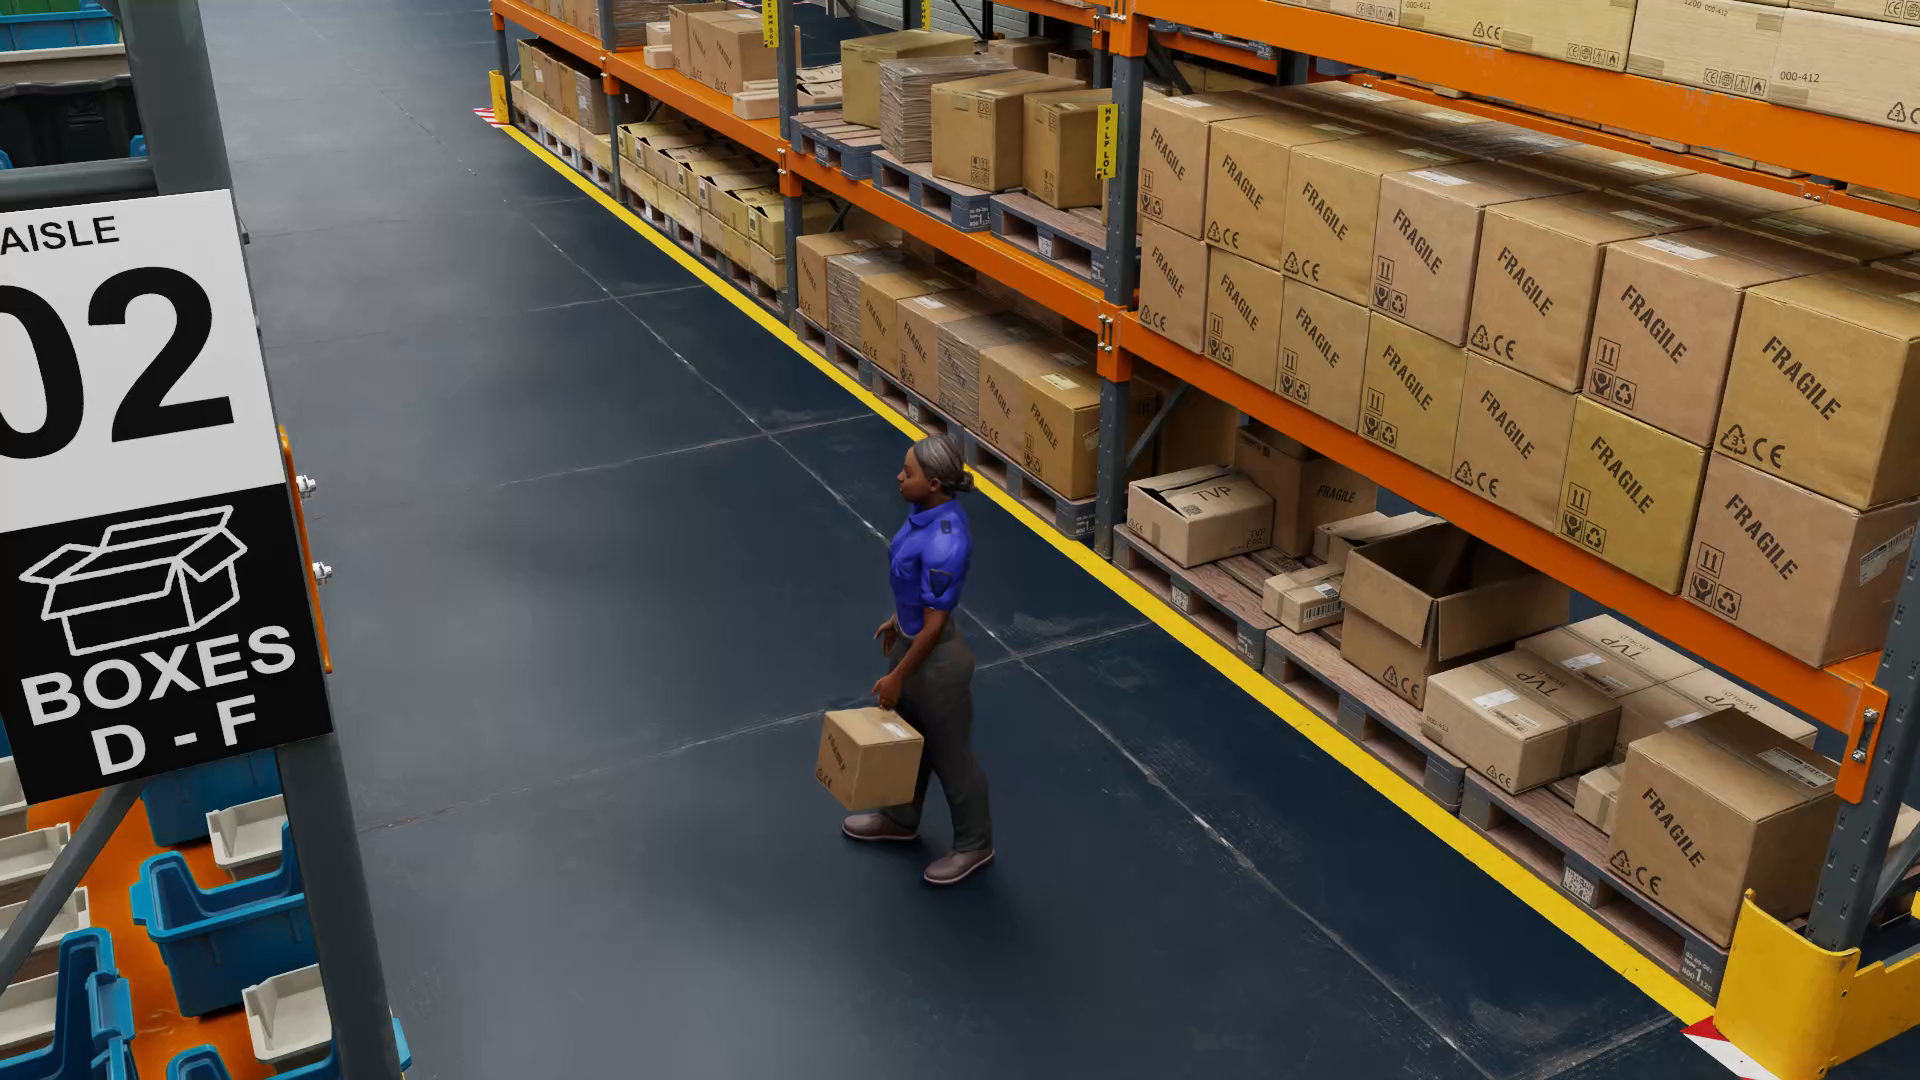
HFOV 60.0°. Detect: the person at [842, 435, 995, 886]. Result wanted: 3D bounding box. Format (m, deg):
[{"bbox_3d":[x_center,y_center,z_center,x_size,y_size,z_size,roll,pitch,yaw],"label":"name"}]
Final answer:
[{"bbox_3d":[-0.154,0.411,5.755,0.544,1.656,0.518,-2,26,-5],"label":"person"}]
